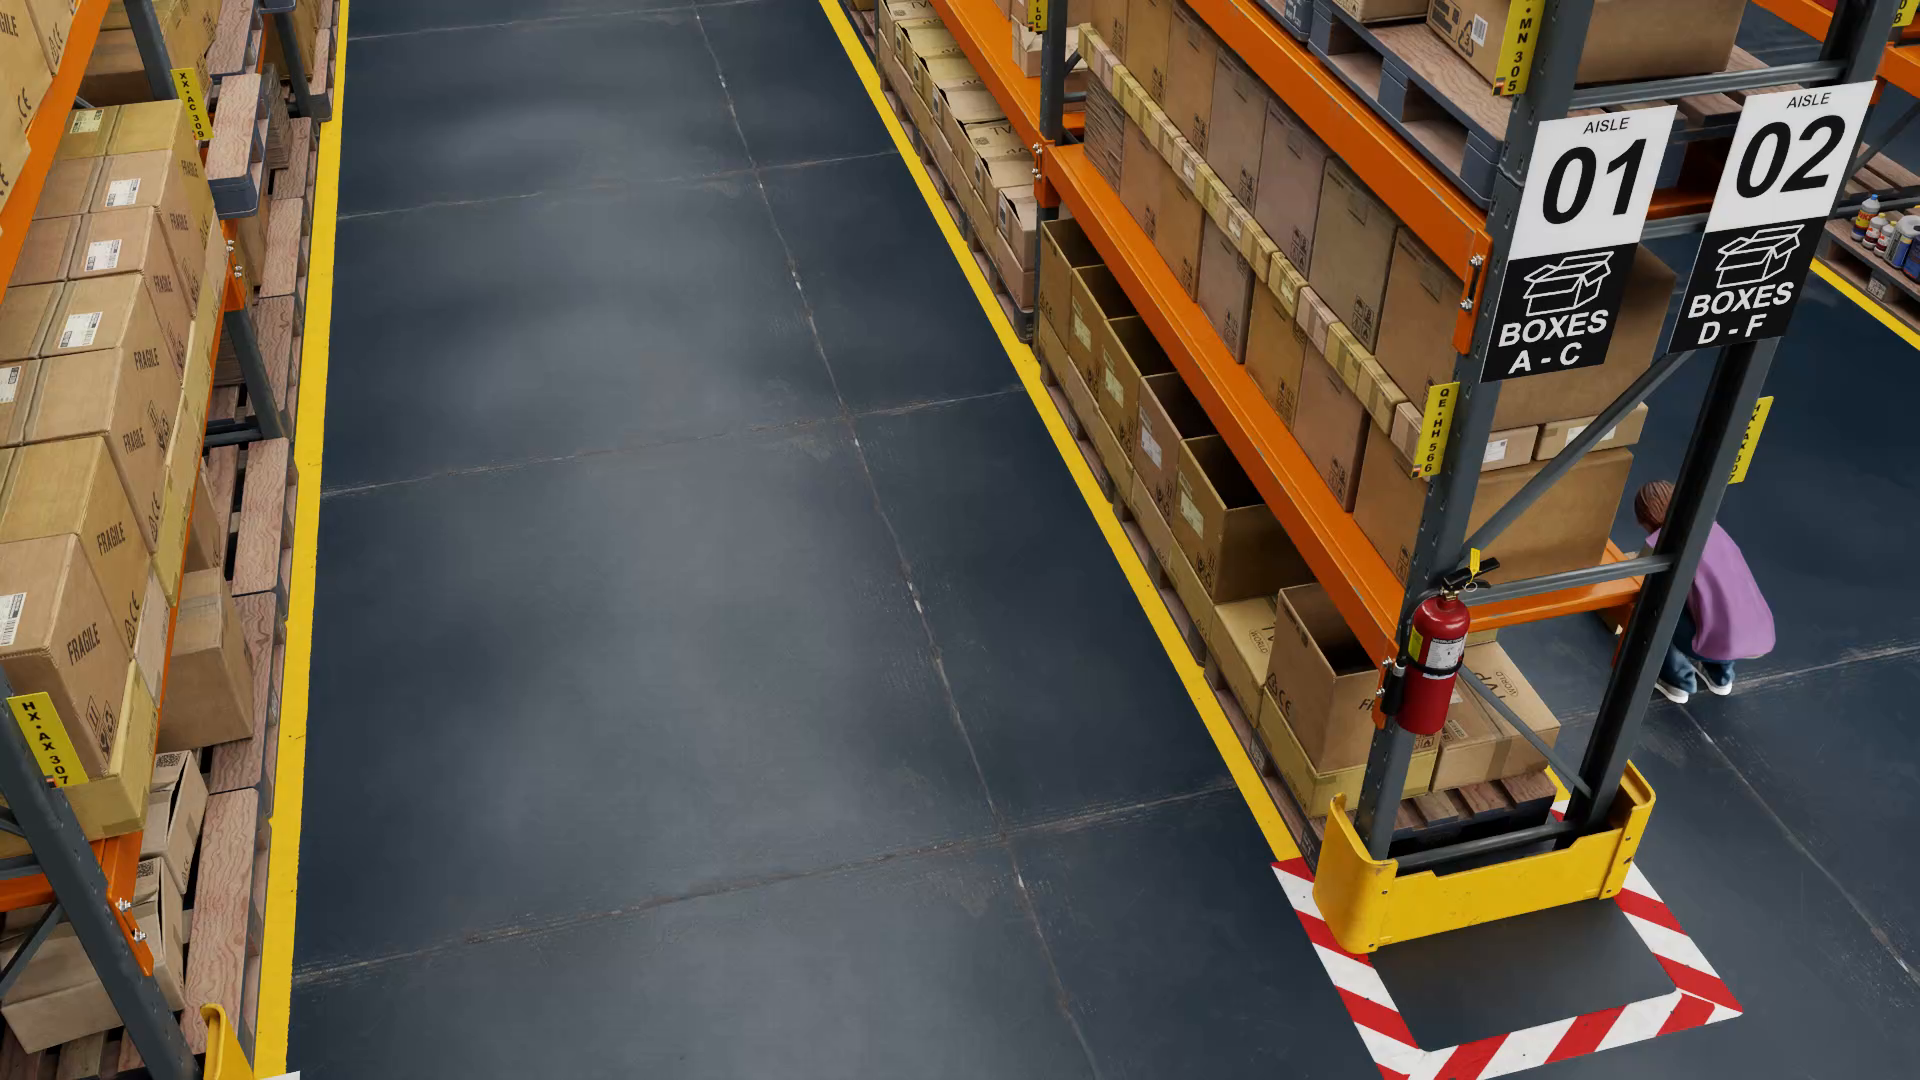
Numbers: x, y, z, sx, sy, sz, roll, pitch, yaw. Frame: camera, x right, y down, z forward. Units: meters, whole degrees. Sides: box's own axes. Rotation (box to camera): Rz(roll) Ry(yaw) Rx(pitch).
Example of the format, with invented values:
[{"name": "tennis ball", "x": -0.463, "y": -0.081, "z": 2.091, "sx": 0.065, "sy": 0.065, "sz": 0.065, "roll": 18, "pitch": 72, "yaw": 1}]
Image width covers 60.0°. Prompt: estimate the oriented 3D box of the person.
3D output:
[{"name": "person", "x": 3.109, "y": 0.243, "z": 7.080, "sx": 0.437, "sy": 0.774, "sz": 0.805, "roll": -10, "pitch": 40, "yaw": -12}]
